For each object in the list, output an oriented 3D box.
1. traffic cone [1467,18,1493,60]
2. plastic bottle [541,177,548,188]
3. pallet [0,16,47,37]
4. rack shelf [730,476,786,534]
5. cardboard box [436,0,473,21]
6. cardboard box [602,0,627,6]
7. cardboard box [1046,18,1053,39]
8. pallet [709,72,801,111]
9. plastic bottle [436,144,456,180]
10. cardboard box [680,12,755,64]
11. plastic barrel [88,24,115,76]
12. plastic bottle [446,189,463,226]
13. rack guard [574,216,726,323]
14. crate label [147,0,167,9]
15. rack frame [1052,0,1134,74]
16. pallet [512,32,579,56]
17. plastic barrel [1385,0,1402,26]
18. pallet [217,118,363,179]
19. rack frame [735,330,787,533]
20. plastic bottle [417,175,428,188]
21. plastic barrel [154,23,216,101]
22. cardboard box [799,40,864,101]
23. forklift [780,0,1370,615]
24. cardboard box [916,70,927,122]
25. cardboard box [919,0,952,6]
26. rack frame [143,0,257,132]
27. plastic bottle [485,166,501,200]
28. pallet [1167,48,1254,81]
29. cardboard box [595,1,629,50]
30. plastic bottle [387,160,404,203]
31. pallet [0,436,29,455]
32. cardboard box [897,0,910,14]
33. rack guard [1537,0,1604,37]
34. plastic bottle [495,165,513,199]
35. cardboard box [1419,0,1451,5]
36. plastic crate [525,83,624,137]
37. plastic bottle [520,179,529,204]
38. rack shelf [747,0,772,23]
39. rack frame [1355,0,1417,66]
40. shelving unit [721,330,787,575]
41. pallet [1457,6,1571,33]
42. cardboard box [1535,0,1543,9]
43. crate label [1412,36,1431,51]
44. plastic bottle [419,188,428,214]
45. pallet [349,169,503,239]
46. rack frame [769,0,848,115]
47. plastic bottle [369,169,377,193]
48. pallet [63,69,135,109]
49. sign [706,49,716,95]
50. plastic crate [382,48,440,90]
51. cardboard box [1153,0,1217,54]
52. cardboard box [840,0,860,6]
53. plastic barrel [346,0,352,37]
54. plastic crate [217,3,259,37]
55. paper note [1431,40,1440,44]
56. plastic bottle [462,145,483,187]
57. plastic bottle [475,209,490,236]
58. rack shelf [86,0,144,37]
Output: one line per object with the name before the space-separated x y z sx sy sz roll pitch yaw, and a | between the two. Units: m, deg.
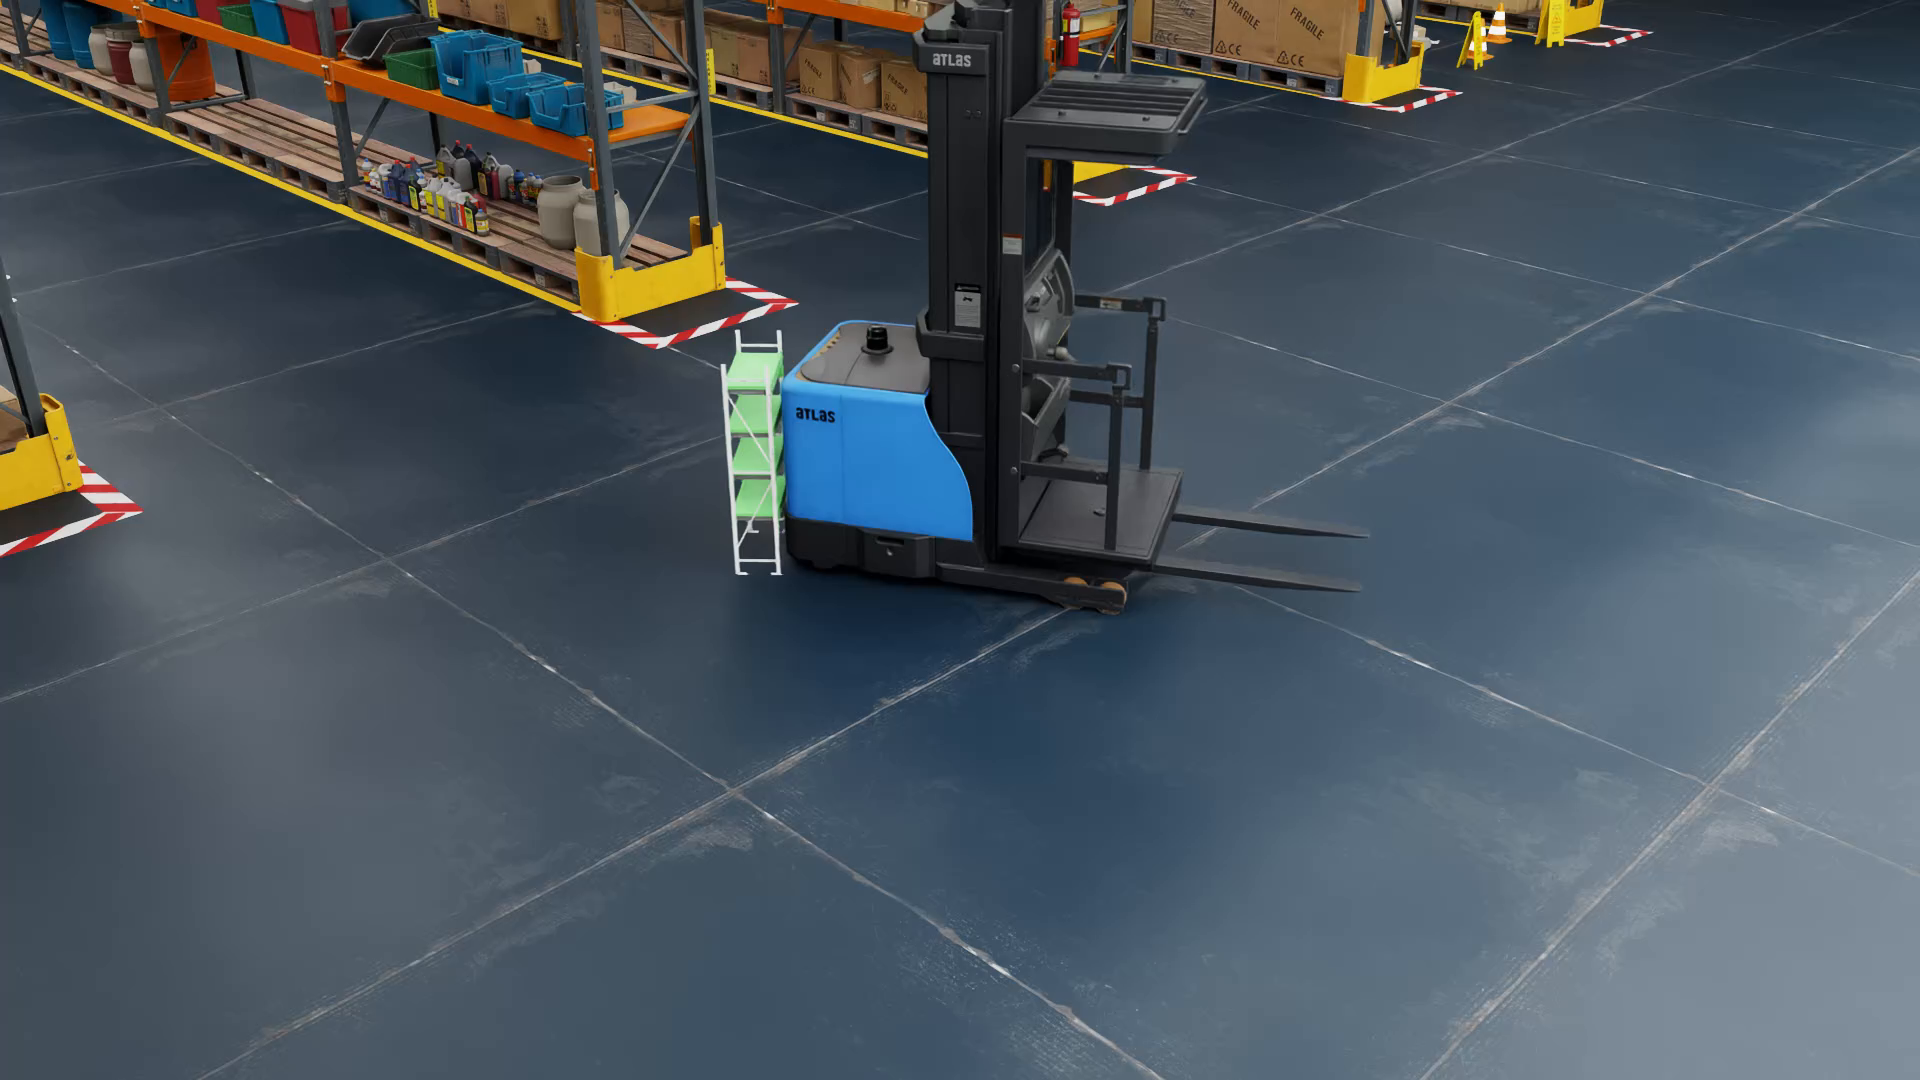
traffic cone | 6.423 -6.206 20.555 0.334 0.463 0.336 25 36 38
plastic bottle | -3.473 -2.931 14.046 0.061 0.283 0.133 -25 36 -38
pallet | -12.233 -6.470 21.327 1.213 0.211 1.003 25 36 38
rack shelf | -1.072 -0.192 8.978 0.258 0.148 0.480 1 28 2
cardboard box | -6.226 -7.474 22.074 0.875 0.875 1.225 23 36 37
cardboard box | -3.984 -6.629 20.041 0.500 0.250 0.500 -24 36 -37
cardboard box | 0.874 -4.720 15.274 0.250 0.149 0.380 25 36 38
pallet | -2.186 -5.131 18.782 1.213 0.211 1.003 25 36 38
plastic bottle | -4.542 -3.328 14.730 0.185 0.351 0.144 25 36 38
cardboard box | -2.779 -5.752 19.180 0.500 0.500 0.700 21 34 34
plastic barrel | -9.586 -5.535 18.776 0.421 0.512 0.421 0 28 0
plastic bottle | -4.127 -2.743 13.697 0.135 0.276 0.152 23 36 37
rack guard | -2.337 -2.066 12.642 0.348 0.500 1.175 25 36 38
crate label | -7.917 -5.438 16.548 0.416 0.233 0.303 25 36 38
rack frame | 1.222 -4.807 15.169 0.127 3.000 1.000 25 36 38
pallet | -4.992 -6.465 21.319 1.213 0.211 1.003 25 36 38
plastic barrel | 5.636 -7.127 22.349 0.512 0.421 0.421 -3 28 -5
pallet | -6.564 -3.876 16.394 1.213 0.211 1.003 25 36 38
rack frame | -1.065 -0.574 9.053 0.240 1.200 0.015 1 28 2
plastic bottle | -4.552 -2.957 14.110 0.097 0.271 0.097 0 28 0
plastic barrel | -8.316 -5.153 17.707 0.708 0.830 0.600 25 36 38
cardboard box | -1.373 -5.048 17.862 0.500 0.500 0.500 23 36 37
forklift | 0.638 -1.188 8.361 3.031 2.935 1.130 7 29 14
cardboard box | -0.095 -4.490 16.801 0.500 0.500 0.500 -21 34 -35
cardboard box | 0.082 -5.472 16.007 0.500 0.500 0.875 25 36 38
rack frame | -7.955 -5.774 17.007 0.127 3.000 1.000 25 36 38
plastic bottle | -4.035 -3.089 14.347 0.133 0.283 0.061 25 36 38
pallet | 3.281 -5.819 20.089 1.213 0.211 1.003 25 36 38
cardboard box | -3.991 -6.294 20.209 0.500 0.500 0.700 22 35 36
plastic bottle | -4.818 -3.090 14.276 0.144 0.351 0.185 -24 36 -38
pallet | -6.300 -0.522 10.016 1.213 0.211 1.003 25 36 38
cardboard box | -0.399 -5.279 16.337 0.250 0.149 0.380 25 36 38
rack guard | 8.116 -7.014 22.052 0.348 0.500 1.175 25 36 38
plastic bottle | -3.961 -3.121 14.416 0.152 0.276 0.135 -25 36 -38
cardboard box | 6.664 -7.580 22.945 0.500 0.250 0.500 23 35 37
plastic crate | -2.817 -3.161 12.199 0.616 0.251 0.499 25 36 38
plastic bottle | -3.711 -2.991 14.250 0.097 0.201 0.097 0 28 0
rack shelf | -3.056 -6.446 19.060 4.000 0.370 1.077 25 36 38
rack frame | 4.772 -6.420 18.237 0.127 3.000 1.000 25 36 38
shelving unit | -1.072 -0.461 8.837 0.258 1.200 0.503 1 28 2
pallet | 7.561 -7.163 22.646 1.213 0.211 1.003 25 36 38
cardboard box | 7.789 -7.420 22.641 0.500 0.250 0.500 24 36 38
crate label | 5.819 -6.298 21.080 0.298 0.136 0.250 7 29 13
plastic bottle | -4.498 -2.862 14.004 0.097 0.201 0.097 0 28 0
pallet | -4.653 -3.001 14.731 1.213 0.211 1.003 25 36 38
rack frame | -1.630 -6.112 17.651 0.127 3.000 1.000 25 36 38
plastic bottle | -5.110 -3.142 14.536 0.097 0.201 0.097 0 28 0
pallet | -9.412 -5.181 18.876 1.213 0.211 1.003 25 36 38
sign | -1.861 -3.467 12.323 0.005 0.325 0.100 25 36 38
plastic crate | -4.332 -3.838 13.554 0.662 0.188 0.450 25 36 38
cardboard box | 2.964 -6.449 20.124 0.875 0.875 0.875 25 37 39
cardboard box | -0.986 -5.499 16.755 0.250 0.149 0.380 25 36 38
plastic barrel | -5.631 -4.914 15.225 0.433 0.535 0.433 0 28 0
plastic crate | -6.542 -4.849 15.477 0.662 0.188 0.450 25 36 38
paper note | 6.100 -6.430 21.445 0.142 0.019 0.148 12 30 22
plastic bottle | -4.304 -3.314 14.702 0.185 0.351 0.144 22 35 36
plastic bottle | -3.867 -2.573 13.455 0.097 0.201 0.097 0 28 0
rack shelf | -9.381 -6.108 18.416 4.000 0.370 1.077 25 36 38
